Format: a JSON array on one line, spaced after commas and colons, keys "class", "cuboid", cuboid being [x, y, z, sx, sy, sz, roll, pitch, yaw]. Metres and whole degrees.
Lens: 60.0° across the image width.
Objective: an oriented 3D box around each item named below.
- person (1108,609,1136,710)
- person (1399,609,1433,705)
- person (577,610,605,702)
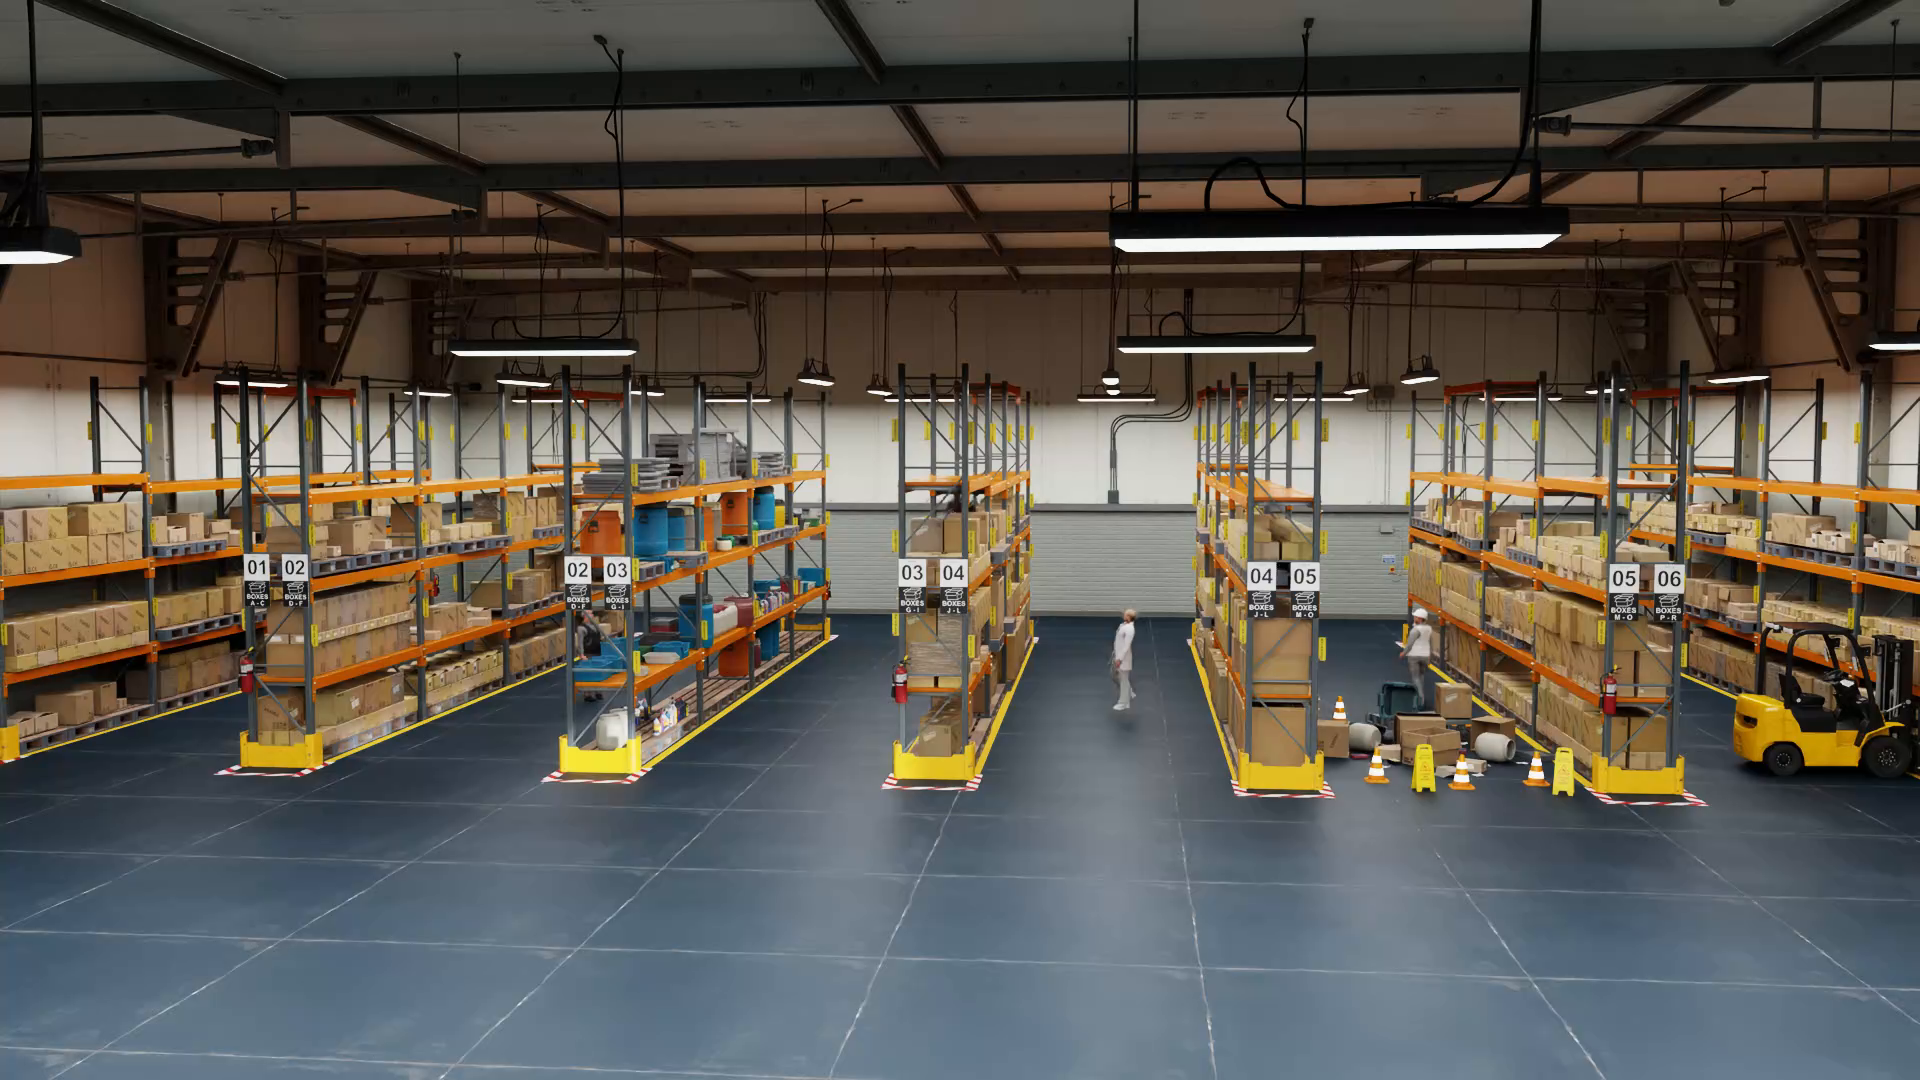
[{"class": "person", "cuboid": [2.897, 2.087, 29.417, 0.531, 1.762, 0.671, -1, 4, -12]}, {"class": "person", "cuboid": [8.406, 2.149, 30.587, 0.619, 1.782, 0.772, 0, 4, -6]}, {"class": "person", "cuboid": [-6.894, 2.168, 31.092, 0.437, 1.747, 0.599, 3, 5, 41]}]
